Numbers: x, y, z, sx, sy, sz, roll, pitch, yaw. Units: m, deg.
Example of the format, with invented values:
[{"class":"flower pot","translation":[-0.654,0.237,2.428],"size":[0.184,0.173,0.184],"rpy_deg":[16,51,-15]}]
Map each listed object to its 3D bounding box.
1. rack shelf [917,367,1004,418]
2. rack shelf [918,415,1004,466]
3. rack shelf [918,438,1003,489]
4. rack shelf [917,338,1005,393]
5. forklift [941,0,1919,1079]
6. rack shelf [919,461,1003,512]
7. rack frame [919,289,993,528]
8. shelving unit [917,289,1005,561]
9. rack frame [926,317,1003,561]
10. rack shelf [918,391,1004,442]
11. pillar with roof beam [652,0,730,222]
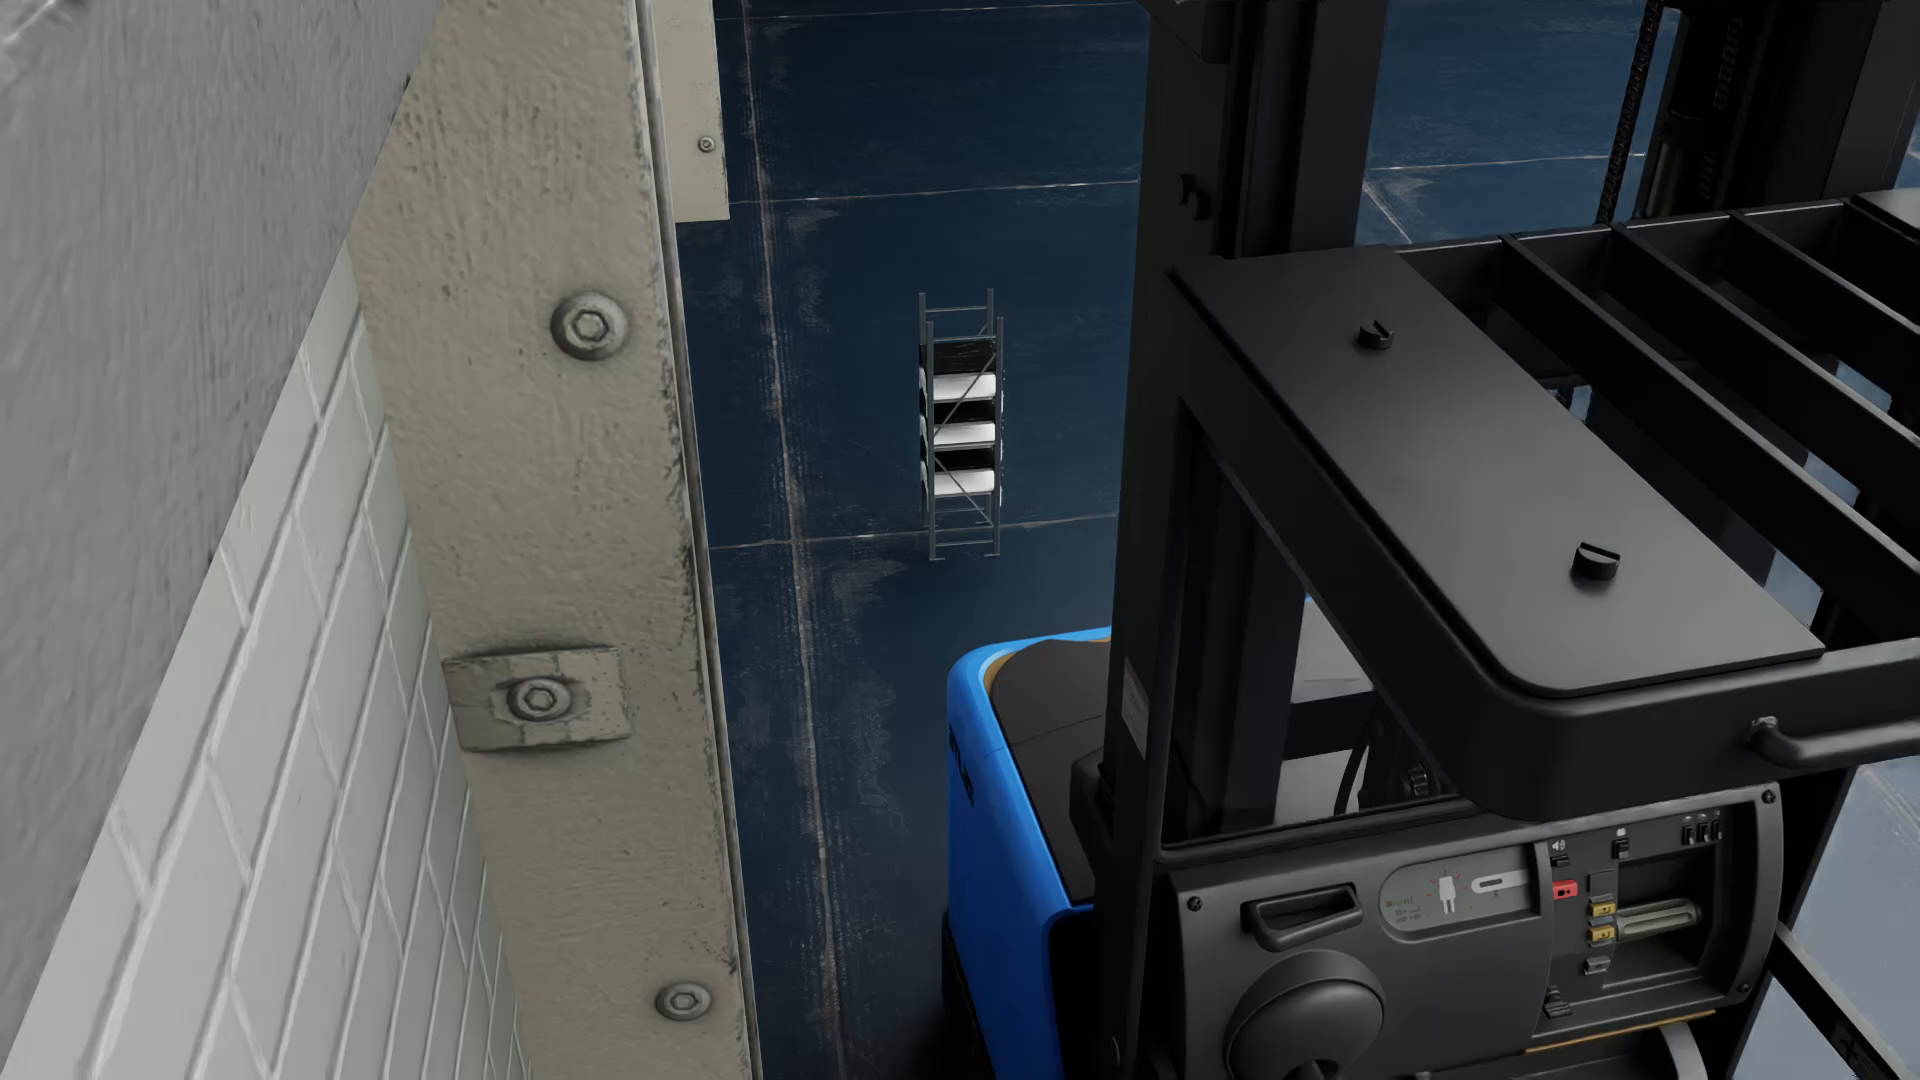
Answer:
[{"class":"rack shelf","translation":[0.001,-0.489,5.407],"size":[0.258,0.077,0.200],"rpy_deg":[-4,35,-6]},{"class":"rack shelf","translation":[0.001,-0.340,5.509],"size":[0.258,0.077,0.200],"rpy_deg":[-4,35,-6]},{"class":"rack shelf","translation":[0.001,-0.265,5.559],"size":[0.258,0.077,0.200],"rpy_deg":[-4,35,-6]},{"class":"rack shelf","translation":[0.001,-0.563,5.357],"size":[0.258,0.077,0.200],"rpy_deg":[-4,35,-6]},{"class":"forklift","translation":[0.802,0.648,2.197],"size":[1.130,2.935,3.031],"rpy_deg":[-8,35,-11]},{"class":"rack shelf","translation":[0.001,-0.191,5.610],"size":[0.258,0.077,0.200],"rpy_deg":[-4,35,-6]},{"class":"rack frame","translation":[-0.013,-0.424,5.573],"size":[0.240,0.900,0.006],"rpy_deg":[-4,35,-6]},{"class":"shelving unit","translation":[0.001,-0.367,5.490],"size":[0.258,0.900,0.210],"rpy_deg":[-4,35,-6]},{"class":"rack frame","translation":[0.015,-0.311,5.407],"size":[0.240,0.900,0.006],"rpy_deg":[-4,35,-6]},{"class":"rack shelf","translation":[0.001,-0.414,5.458],"size":[0.258,0.077,0.200],"rpy_deg":[-4,35,-6]},{"class":"pillar with roof beam","translation":[2.975,-5.690,6.108],"size":[9.100,9.000,0.400],"rpy_deg":[-4,35,-6]}]
